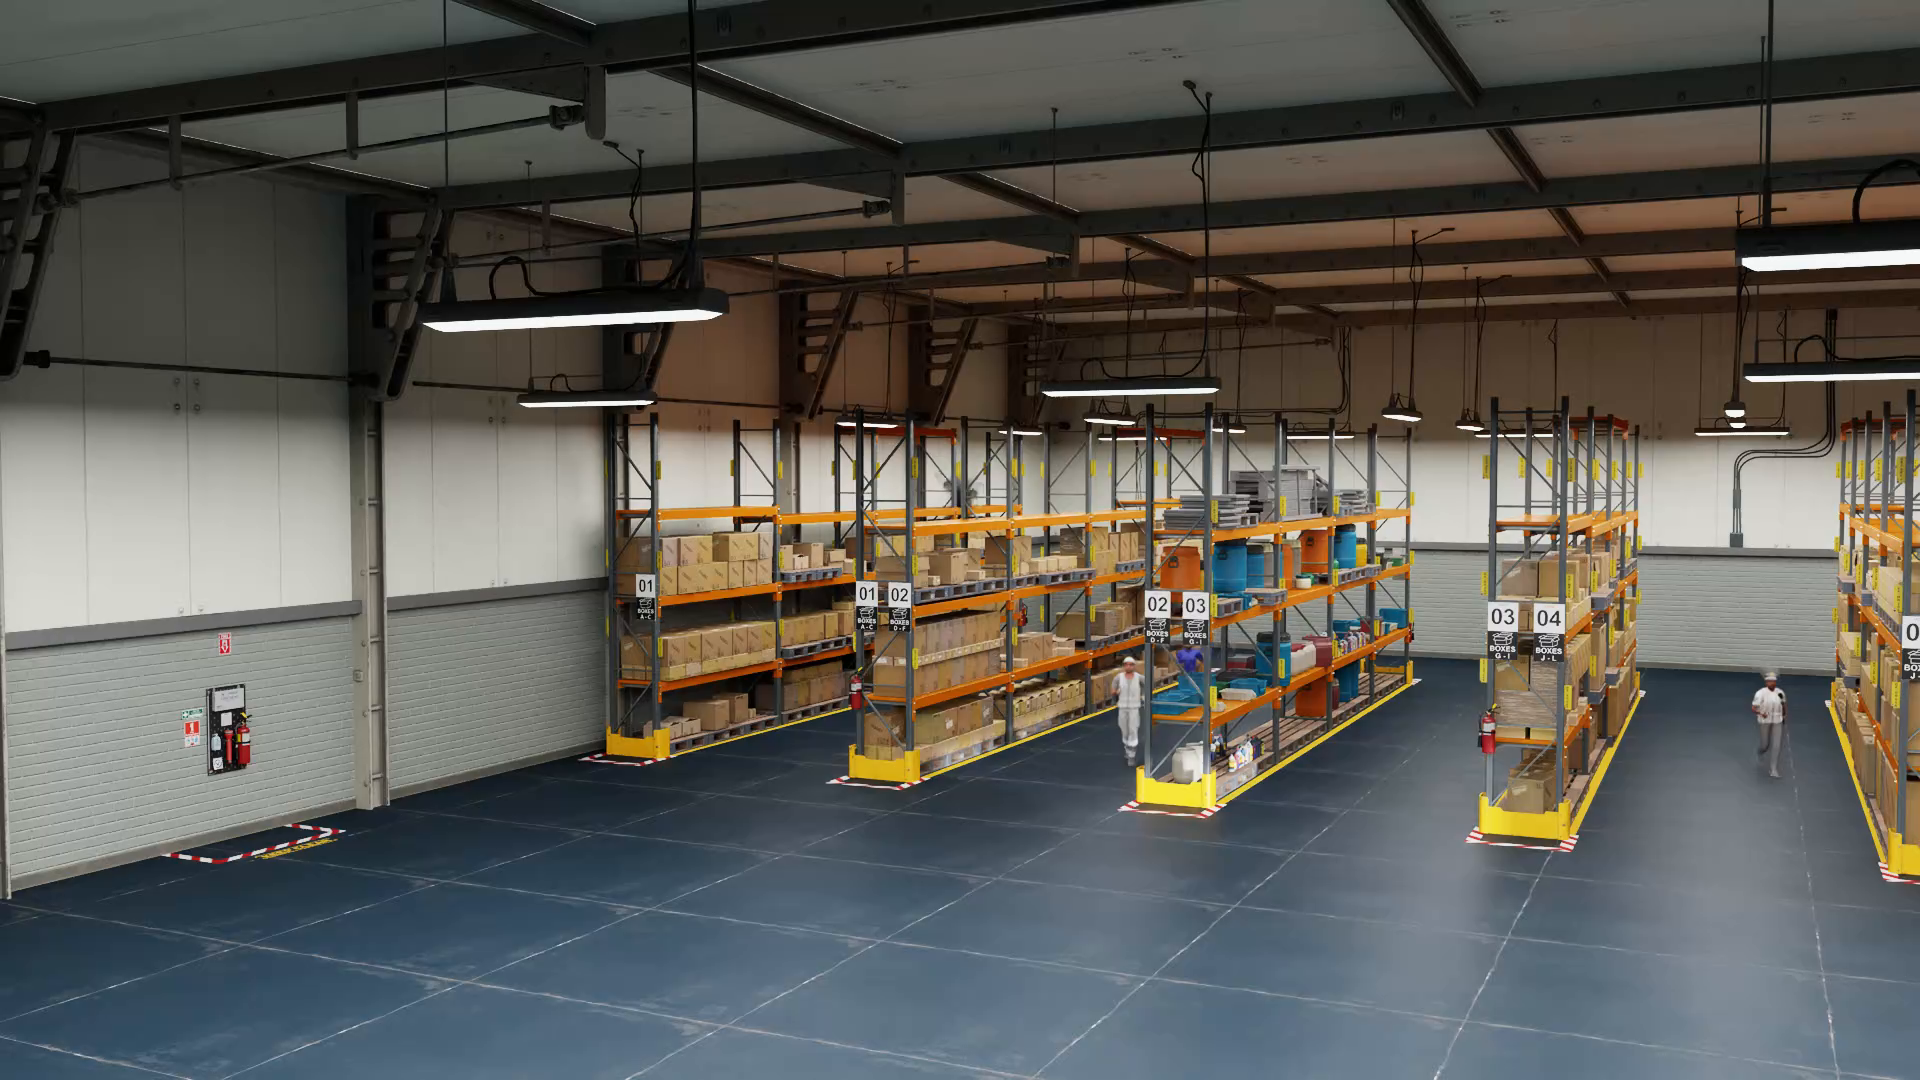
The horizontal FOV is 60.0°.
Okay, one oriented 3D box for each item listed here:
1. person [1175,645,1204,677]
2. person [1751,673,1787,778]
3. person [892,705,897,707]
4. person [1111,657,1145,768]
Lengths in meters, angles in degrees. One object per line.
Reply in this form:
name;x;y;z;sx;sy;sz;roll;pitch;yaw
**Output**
person;4.552;2.785;33.124;0.556;1.714;0.714;1;3;18
person;13.330;3.013;27.356;0.579;1.692;0.851;1;2;12
person;-1.037;2.903;30.831;0.601;1.648;0.776;1;3;30
person;2.883;2.900;28.319;0.632;1.832;0.765;1;2;15
